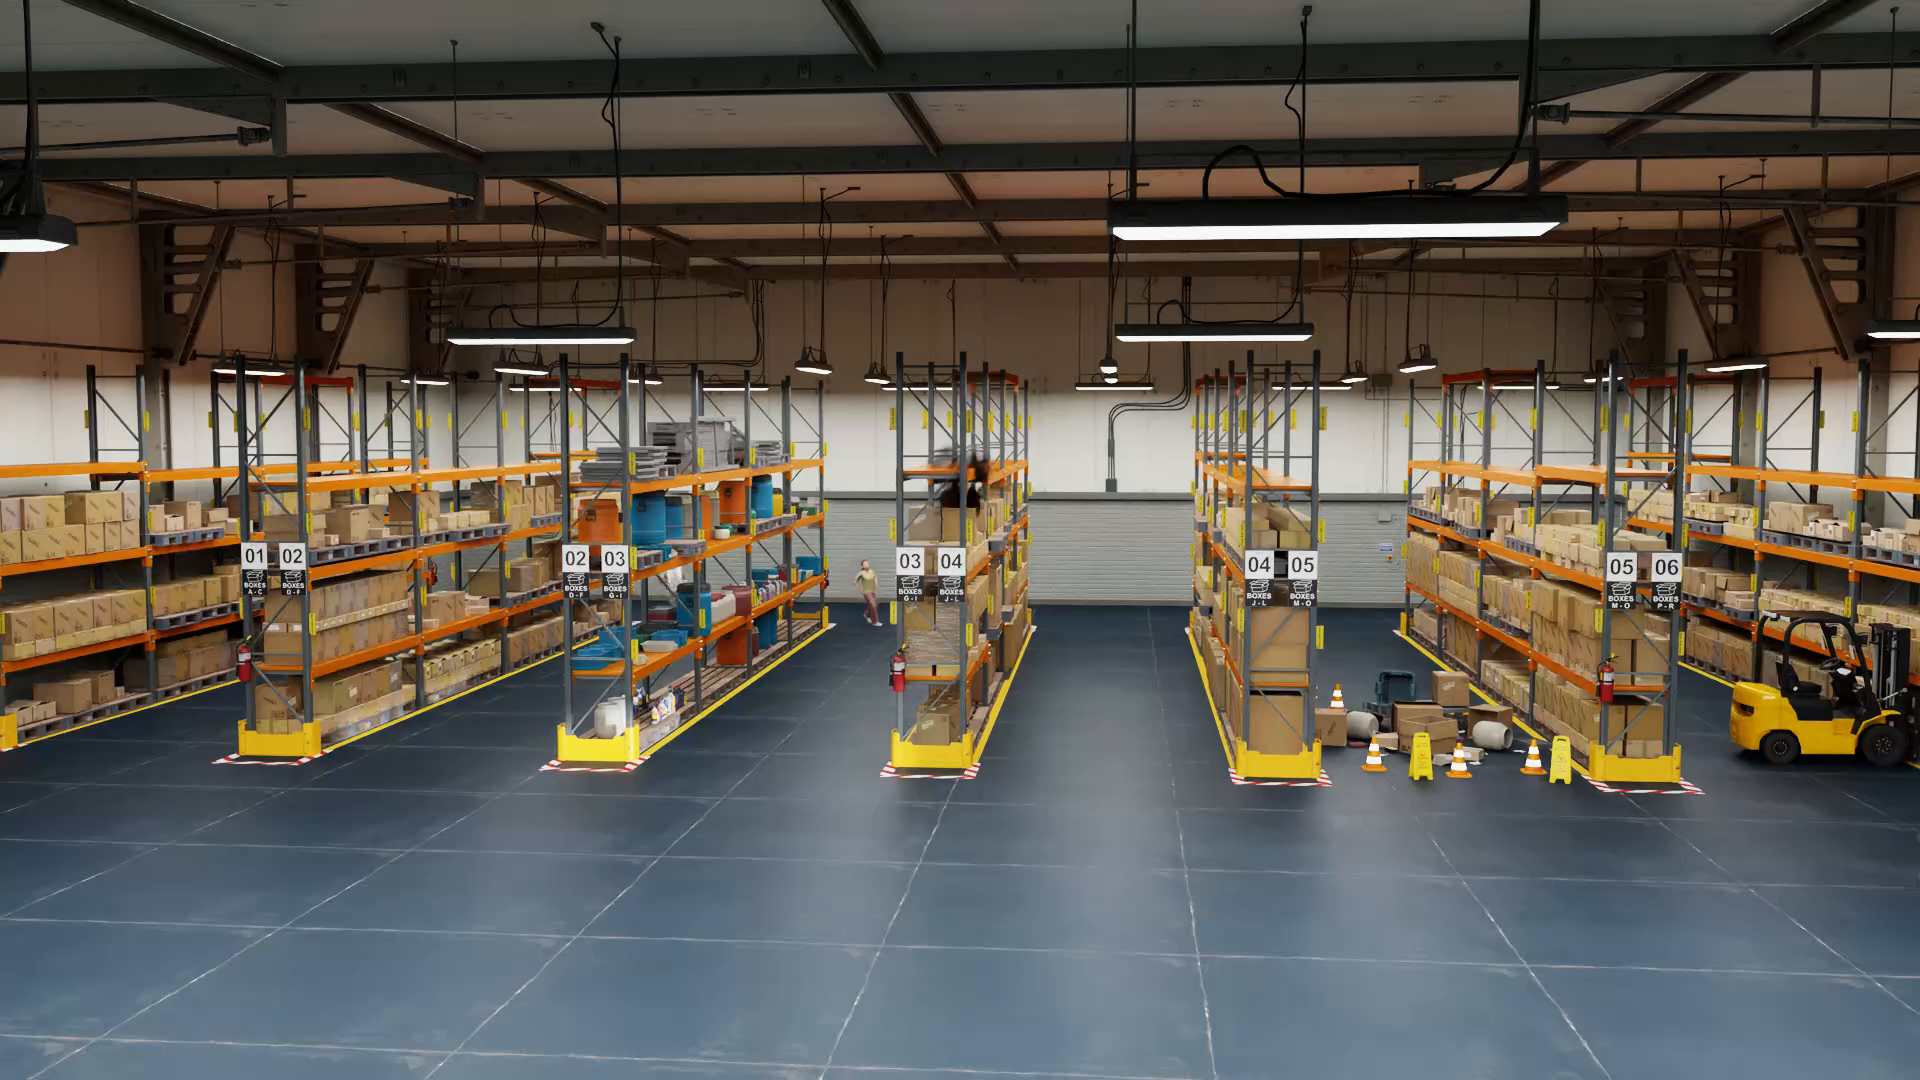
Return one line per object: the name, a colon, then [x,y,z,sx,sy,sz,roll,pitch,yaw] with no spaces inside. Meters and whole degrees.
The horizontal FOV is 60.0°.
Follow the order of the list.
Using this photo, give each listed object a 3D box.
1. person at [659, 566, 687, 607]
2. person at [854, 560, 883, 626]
person: [-7.023,1.257,40.739,0.728,1.744,0.781,-2,5,-28]
person: [-2.268,1.294,40.708,0.637,1.620,0.743,-3,5,-35]
